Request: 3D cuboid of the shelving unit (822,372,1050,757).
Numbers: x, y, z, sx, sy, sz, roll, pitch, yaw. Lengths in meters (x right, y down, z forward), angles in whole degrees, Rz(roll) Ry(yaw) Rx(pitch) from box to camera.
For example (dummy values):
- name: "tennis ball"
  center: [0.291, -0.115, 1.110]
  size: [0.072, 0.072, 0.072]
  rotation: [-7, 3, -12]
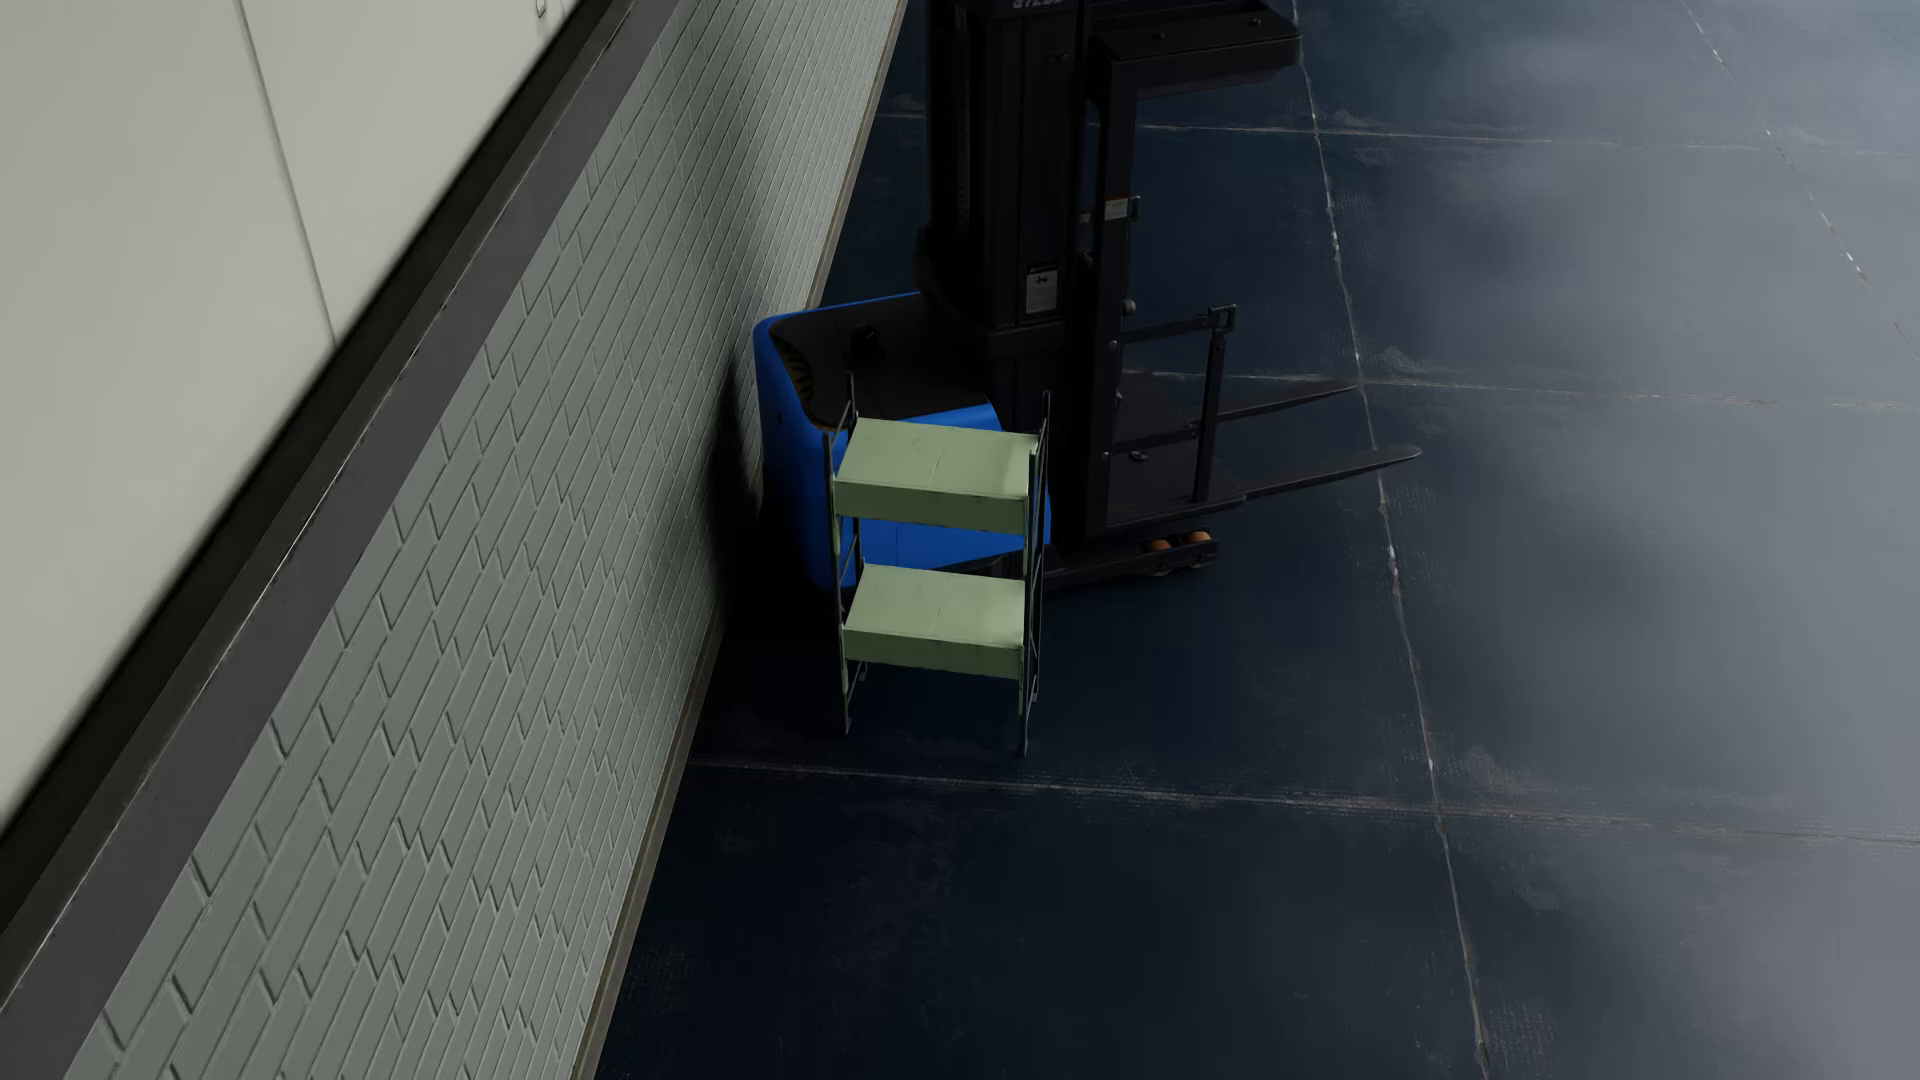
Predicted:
- name: "shelving unit"
  center: [-0.078, 0.126, 6.407]
  size: [0.755, 1.500, 0.431]
  rotation: [6, 40, 8]

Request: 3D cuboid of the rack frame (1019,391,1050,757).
- name: "rack frame"
  center: [0.283, 0.165, 6.359]
  size: [0.023, 1.500, 0.400]
  rotation: [6, 40, 8]

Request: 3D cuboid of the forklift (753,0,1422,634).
- name: "forklift"
  center: [0.659, -1.276, 6.996]
  size: [3.031, 2.935, 1.130]
  rotation: [-12, 41, -14]

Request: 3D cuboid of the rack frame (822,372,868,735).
- name: "rack frame"
  center: [-0.438, 0.087, 6.455]
  size: [0.023, 1.500, 0.400]
  rotation: [6, 40, 8]

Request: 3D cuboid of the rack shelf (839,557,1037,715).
- name: "rack shelf"
  center: [-0.078, 0.379, 6.613]
  size: [0.720, 0.370, 0.431]
  rotation: [6, 40, 8]

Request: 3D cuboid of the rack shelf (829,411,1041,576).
- name: "rack shelf"
  center: [-0.078, -0.177, 6.161]
  size: [0.720, 0.370, 0.431]
  rotation: [6, 40, 8]
